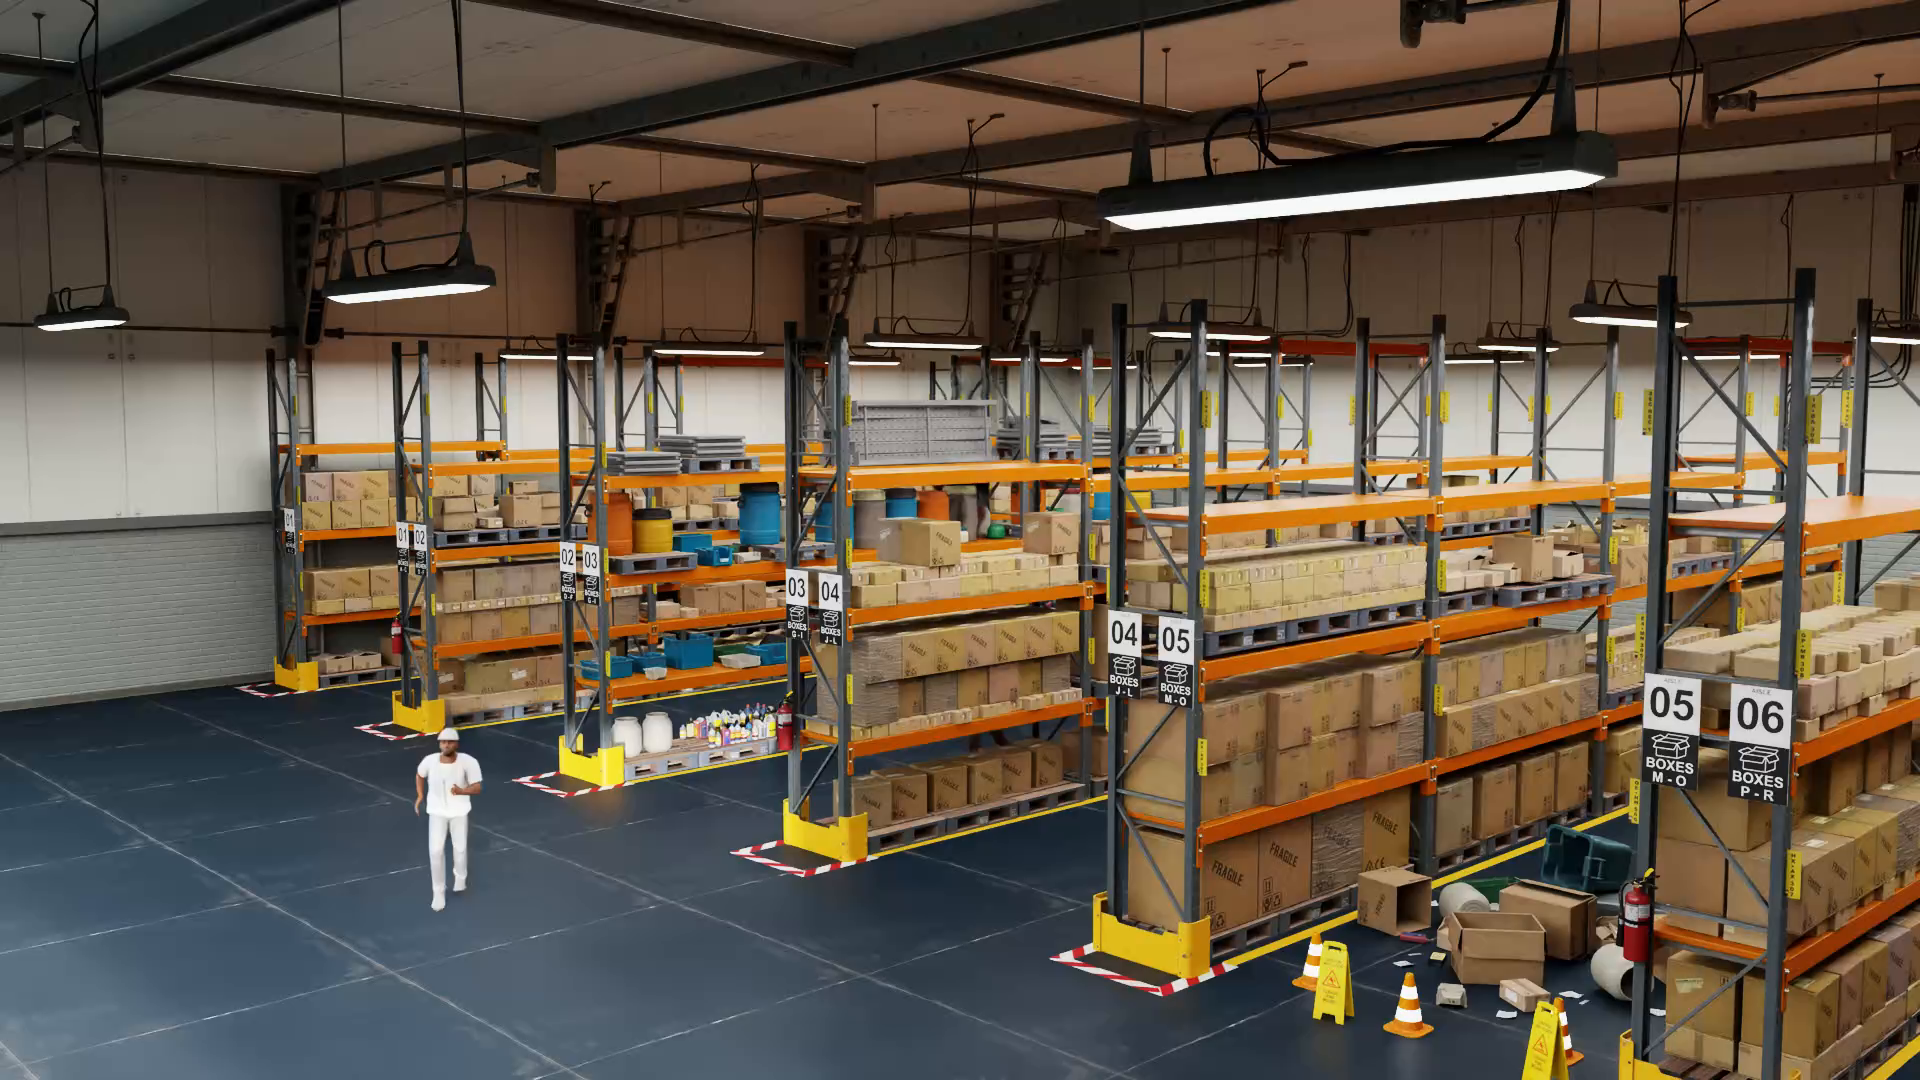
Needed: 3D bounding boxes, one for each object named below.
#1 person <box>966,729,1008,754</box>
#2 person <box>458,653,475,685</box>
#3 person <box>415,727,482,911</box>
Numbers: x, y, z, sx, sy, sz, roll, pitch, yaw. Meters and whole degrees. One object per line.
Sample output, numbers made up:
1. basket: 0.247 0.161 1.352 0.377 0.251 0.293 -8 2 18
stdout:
1. person: 0.358 2.196 22.505 0.646 1.759 0.800 4 6 37
2. person: -8.423 1.785 28.396 0.675 1.786 0.967 3 6 30
3. person: -5.215 2.816 16.973 0.676 1.820 0.765 -1 5 -13
